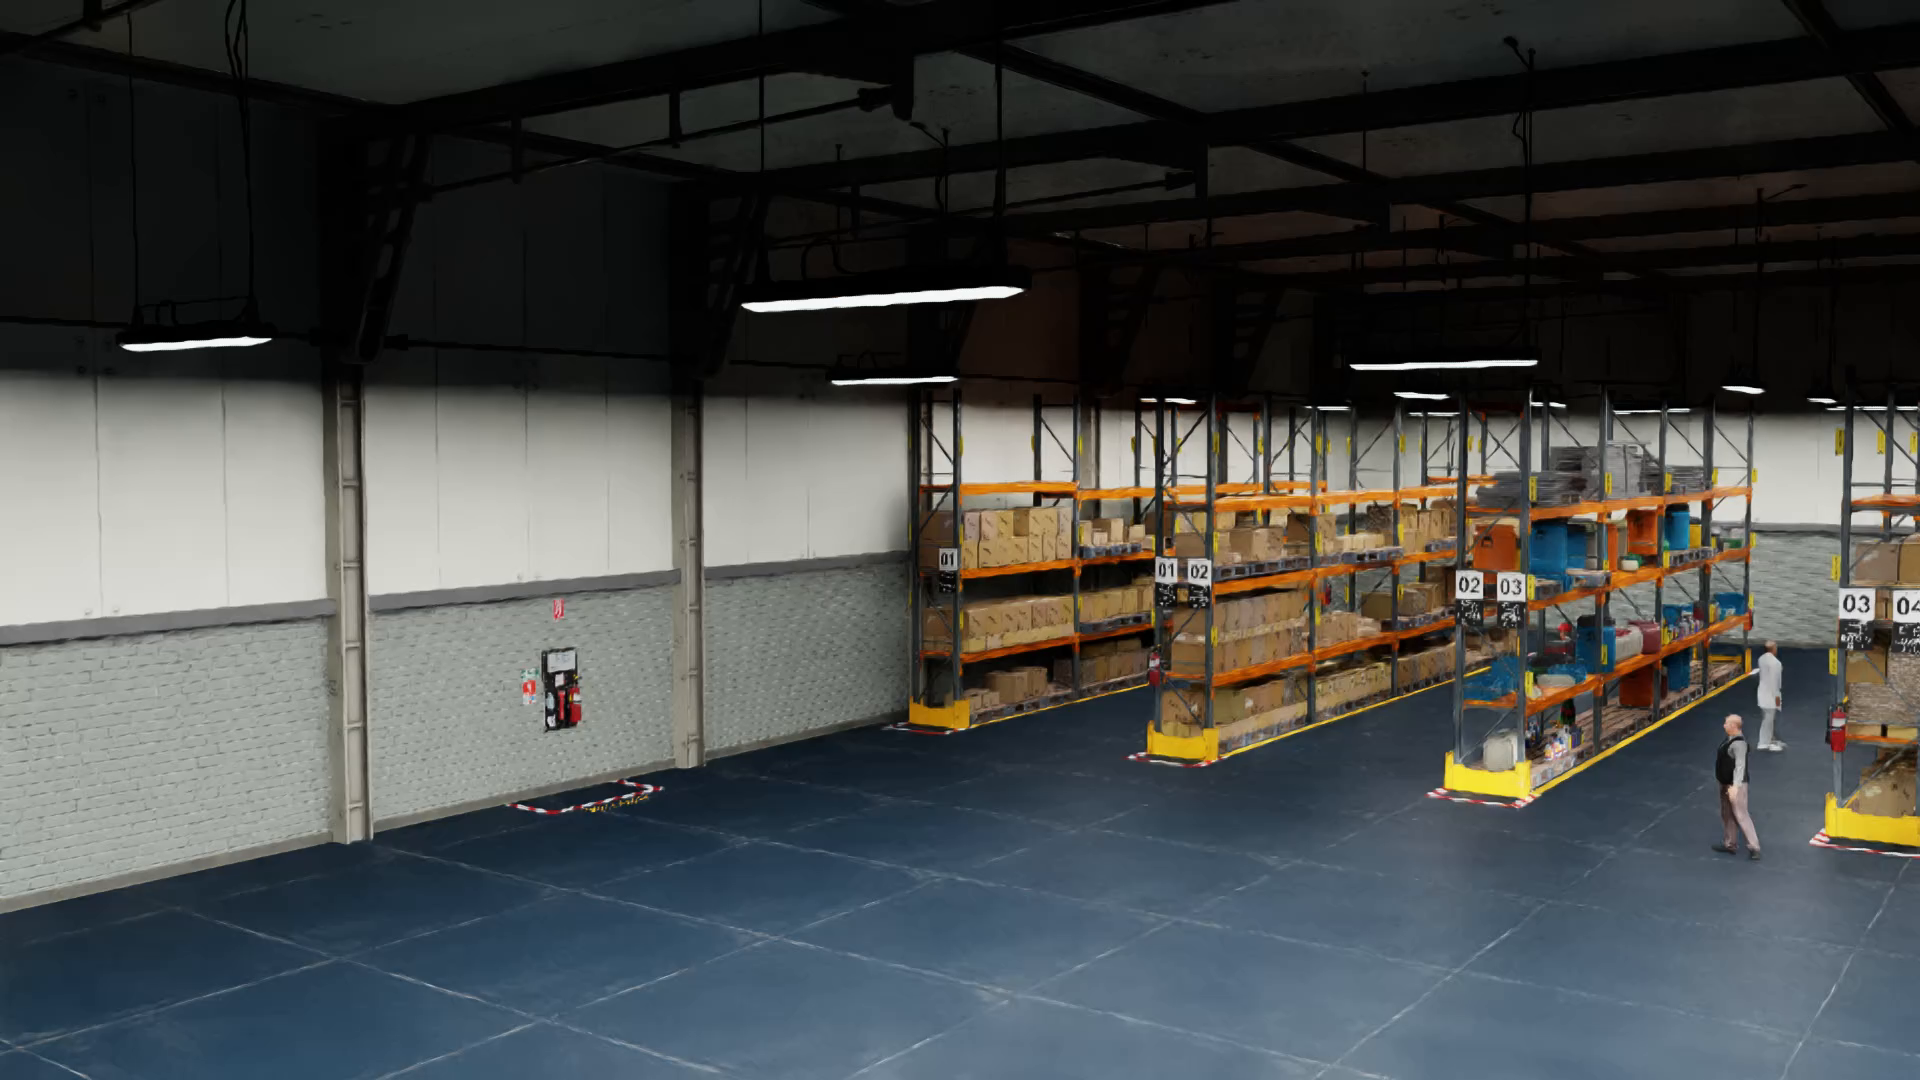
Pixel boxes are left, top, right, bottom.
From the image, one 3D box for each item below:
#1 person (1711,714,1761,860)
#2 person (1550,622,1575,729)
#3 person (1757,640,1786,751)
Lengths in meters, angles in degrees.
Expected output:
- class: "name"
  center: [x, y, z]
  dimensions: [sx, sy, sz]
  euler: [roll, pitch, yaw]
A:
- class: "person"
  center: [9.493, 2.999, 20.273]
  dimensions: [0.468, 1.709, 0.718]
  euler: [0, 3, 8]
- class: "person"
  center: [10.222, 2.273, 28.151]
  dimensions: [0.679, 1.785, 0.578]
  euler: [-3, 5, -44]
- class: "person"
  center: [13.369, 2.539, 27.347]
  dimensions: [0.515, 1.782, 0.638]
  euler: [0, 3, 7]
